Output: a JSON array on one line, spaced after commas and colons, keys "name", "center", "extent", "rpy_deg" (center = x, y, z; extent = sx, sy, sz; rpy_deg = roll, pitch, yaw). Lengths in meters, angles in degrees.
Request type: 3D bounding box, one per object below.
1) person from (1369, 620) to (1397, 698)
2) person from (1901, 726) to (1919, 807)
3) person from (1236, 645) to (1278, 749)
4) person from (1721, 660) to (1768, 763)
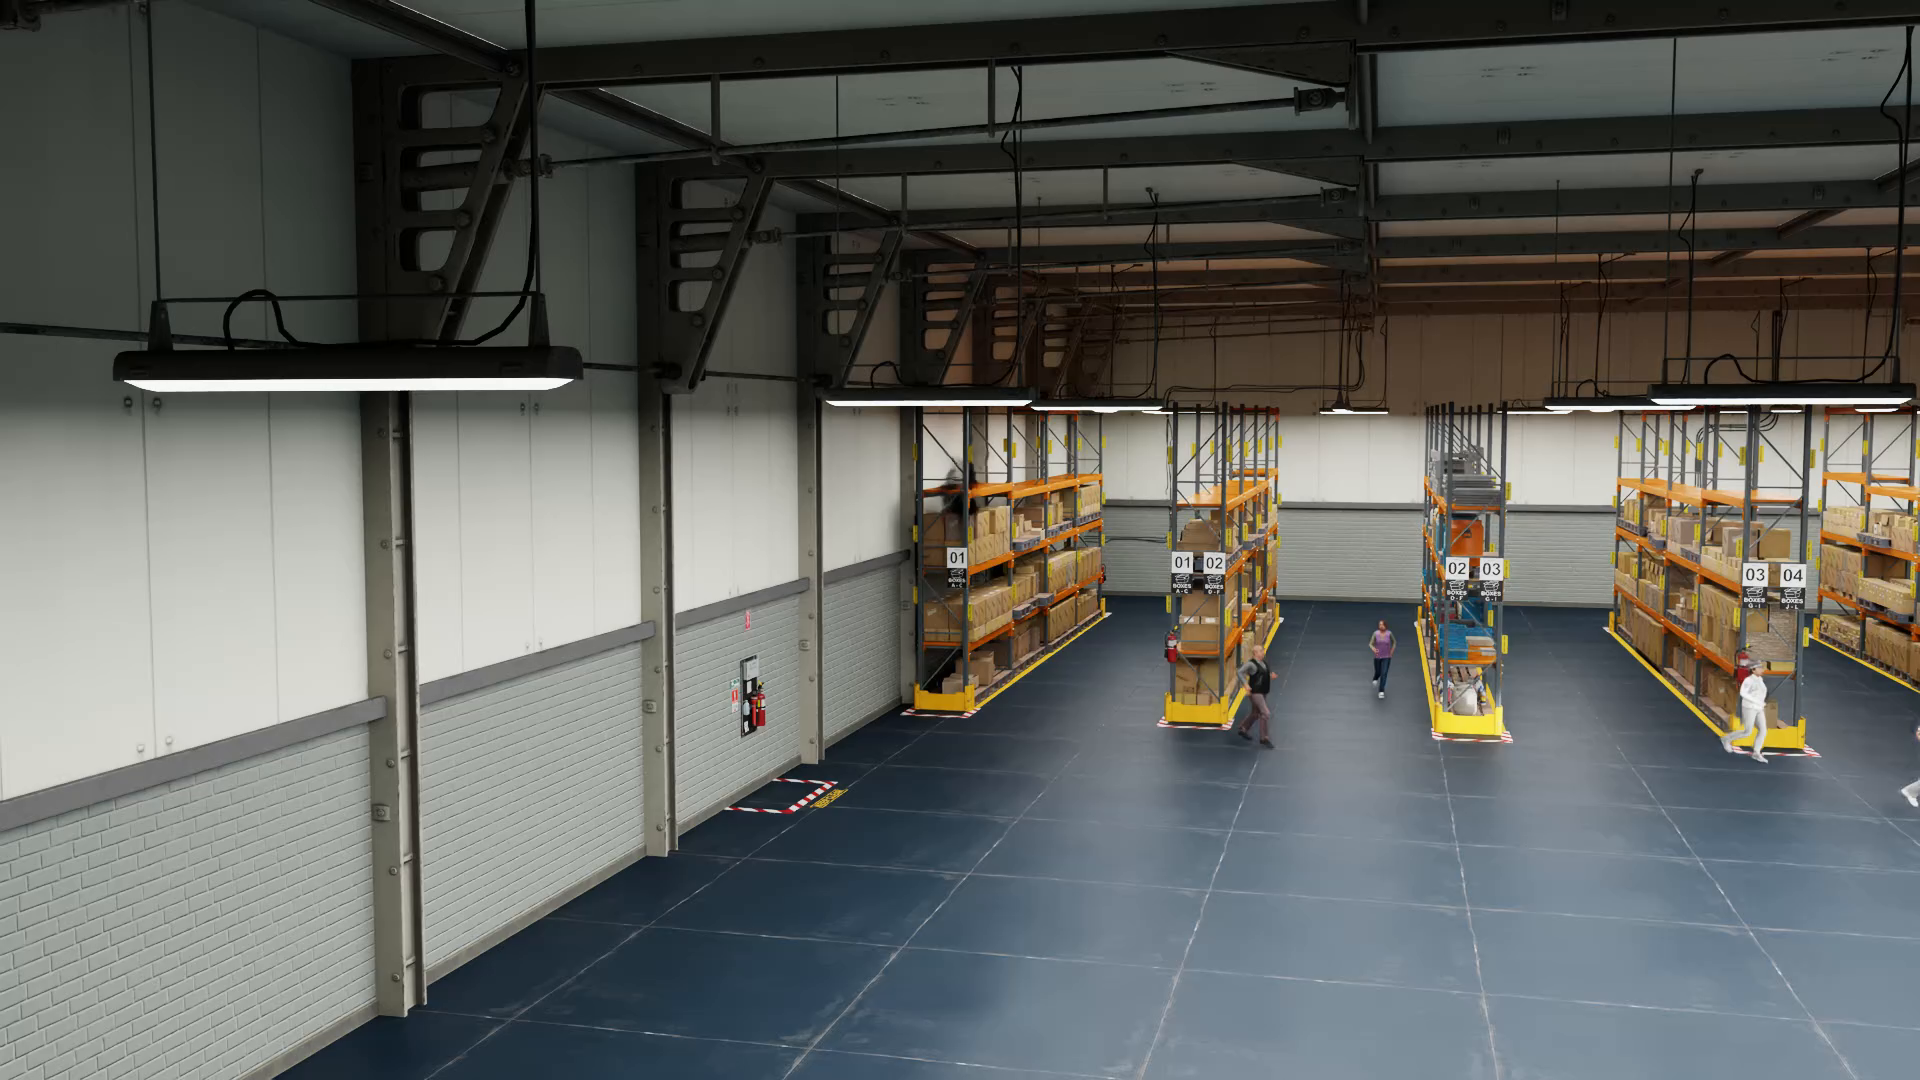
[{"name": "person", "center": [8.700, 2.427, 34.220], "extent": [0.544, 1.584, 0.710], "rpy_deg": [1, 4, 13]}, {"name": "person", "center": [13.999, 3.113, 23.910], "extent": [0.572, 1.662, 0.839], "rpy_deg": [-4, 6, -44]}, {"name": "person", "center": [5.174, 2.717, 28.963], "extent": [0.806, 1.771, 0.632], "rpy_deg": [3, 5, 37]}, {"name": "person", "center": [13.244, 2.836, 27.876], "extent": [0.637, 1.688, 0.795], "rpy_deg": [-3, 5, -35]}]
